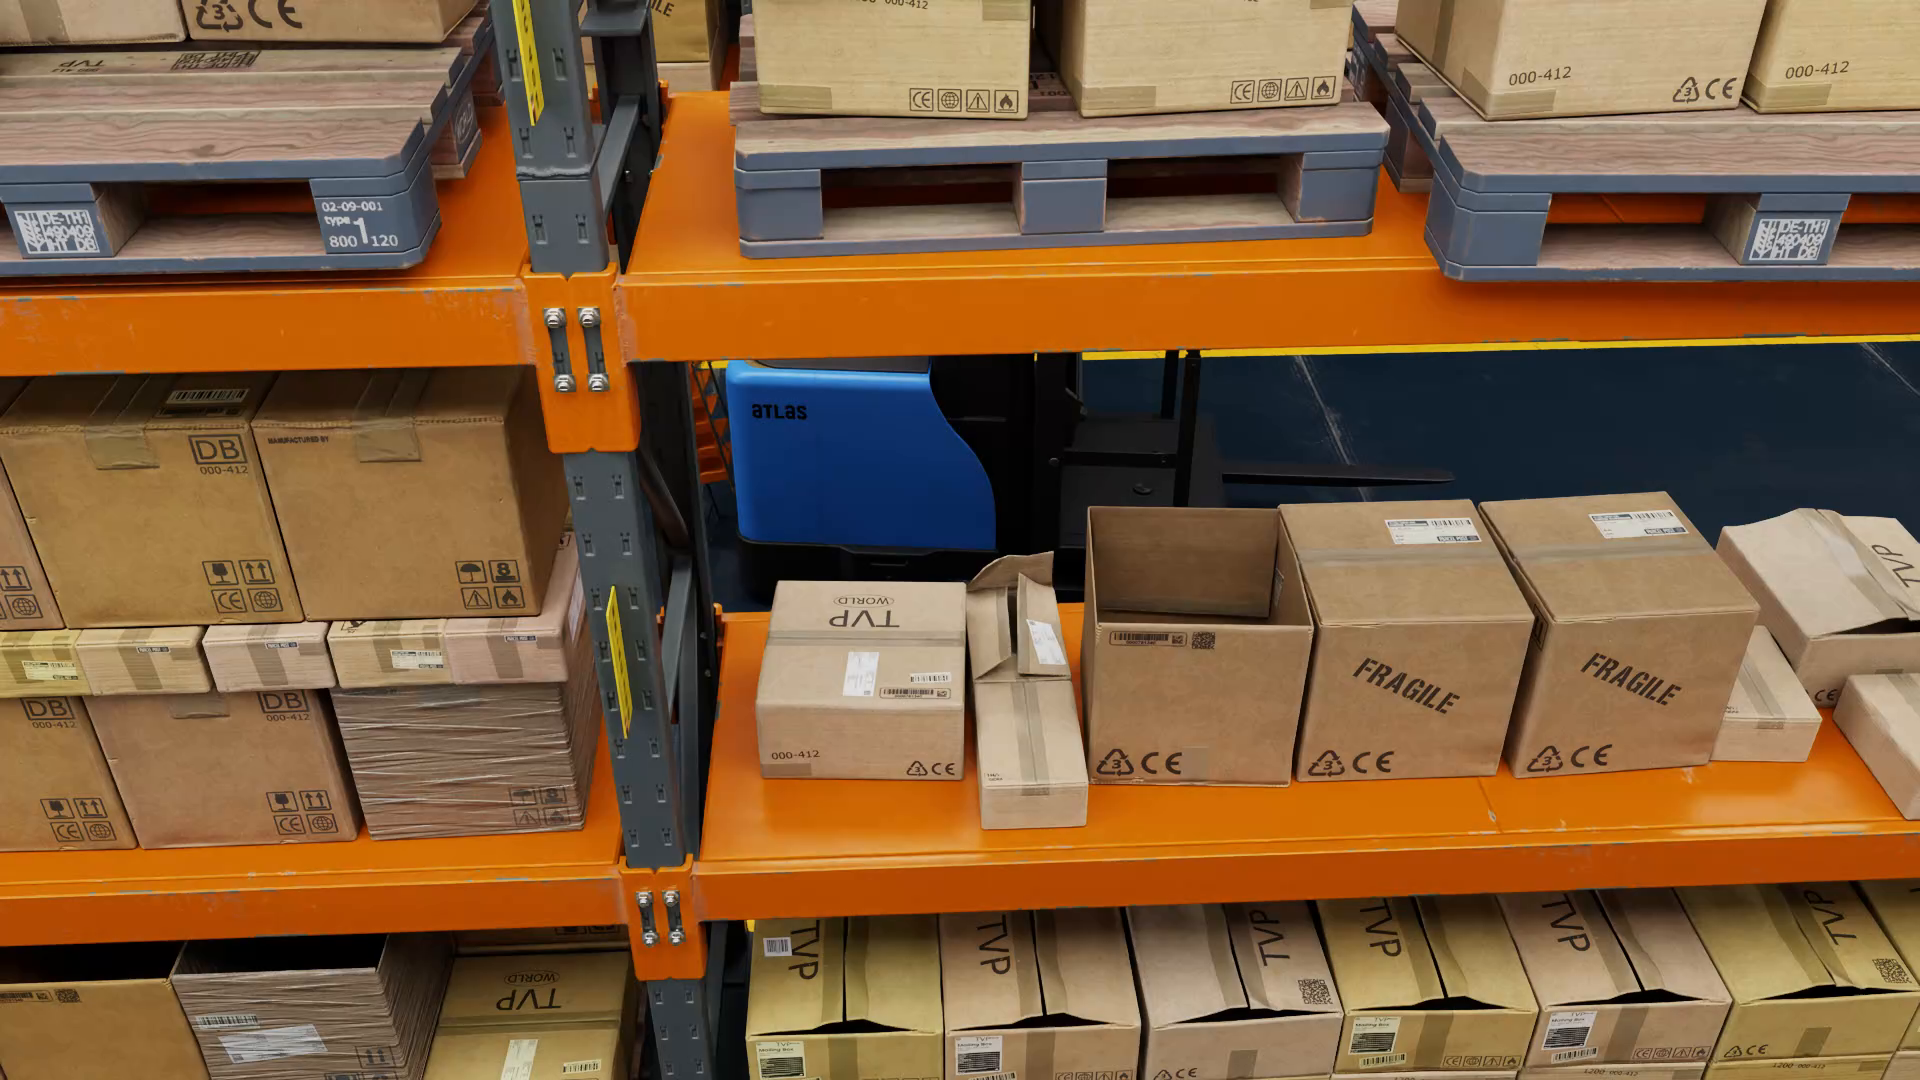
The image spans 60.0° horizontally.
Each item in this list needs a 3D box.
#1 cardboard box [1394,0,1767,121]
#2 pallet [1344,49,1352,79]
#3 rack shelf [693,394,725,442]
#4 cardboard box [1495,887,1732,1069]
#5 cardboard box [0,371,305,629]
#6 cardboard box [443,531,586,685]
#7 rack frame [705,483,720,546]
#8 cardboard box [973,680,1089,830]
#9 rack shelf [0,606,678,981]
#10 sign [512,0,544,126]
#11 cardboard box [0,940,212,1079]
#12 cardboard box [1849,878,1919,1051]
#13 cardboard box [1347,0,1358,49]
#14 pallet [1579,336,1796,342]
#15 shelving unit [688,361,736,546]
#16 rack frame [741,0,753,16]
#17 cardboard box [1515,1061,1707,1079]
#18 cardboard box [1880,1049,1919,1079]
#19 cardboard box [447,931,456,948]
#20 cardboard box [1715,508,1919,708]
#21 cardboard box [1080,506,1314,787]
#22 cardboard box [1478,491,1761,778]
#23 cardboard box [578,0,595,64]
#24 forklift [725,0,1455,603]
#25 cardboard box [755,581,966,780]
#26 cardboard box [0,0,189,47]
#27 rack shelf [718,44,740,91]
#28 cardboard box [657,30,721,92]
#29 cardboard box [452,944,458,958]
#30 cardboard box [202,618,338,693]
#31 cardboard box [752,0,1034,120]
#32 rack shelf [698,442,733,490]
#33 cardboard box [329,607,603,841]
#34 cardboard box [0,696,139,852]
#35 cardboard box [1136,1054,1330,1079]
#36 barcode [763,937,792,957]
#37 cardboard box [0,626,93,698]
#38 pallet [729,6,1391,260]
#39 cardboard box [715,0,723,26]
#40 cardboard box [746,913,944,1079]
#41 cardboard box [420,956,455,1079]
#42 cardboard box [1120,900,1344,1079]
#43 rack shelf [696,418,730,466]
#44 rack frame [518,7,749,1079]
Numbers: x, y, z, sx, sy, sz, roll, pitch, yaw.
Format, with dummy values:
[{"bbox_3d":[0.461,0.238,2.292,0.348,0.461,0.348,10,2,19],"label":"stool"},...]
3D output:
[{"bbox_3d":[1.186,-1.034,3.236,0.500,0.250,0.500,-4,35,-6],"label":"cardboard box"},{"bbox_3d":[2.324,-2.438,8.306,1.003,0.211,1.213,-2,35,-2],"label":"pallet"},{"bbox_3d":[-1.102,-0.505,6.989,0.180,0.103,0.258,-8,34,9],"label":"rack shelf"},{"bbox_3d":[1.734,1.130,4.535,0.500,0.311,0.500,-2,35,-3],"label":"cardboard box"},{"bbox_3d":[-1.674,-0.218,3.701,0.500,0.500,0.700,-2,35,-2],"label":"cardboard box"},{"bbox_3d":[-0.988,0.148,3.742,0.250,0.149,0.380,-2,35,-2],"label":"cardboard box"},{"bbox_3d":[-1.201,-0.528,6.979,0.006,1.200,0.240,-8,34,9],"label":"rack frame"},{"bbox_3d":[0.168,0.522,4.080,0.250,0.149,0.380,-2,35,-2],"label":"cardboard box"},{"bbox_3d":[-2.725,0.677,4.269,4.000,0.370,1.077,-2,35,-2],"label":"rack shelf"},{"bbox_3d":[-0.699,-0.836,2.663,0.005,0.325,0.100,-2,35,-2],"label":"sign"},{"bbox_3d":[-2.179,1.136,4.361,0.500,0.500,0.500,-2,35,-2],"label":"cardboard box"},{"bbox_3d":[2.757,1.101,4.578,0.500,0.311,0.500,-1,35,-1],"label":"cardboard box"},{"bbox_3d":[2.004,-2.770,8.142,0.500,0.500,0.700,-5,35,-7],"label":"cardboard box"},{"bbox_3d":[3.821,-1.428,9.129,1.213,0.211,1.003,-2,35,-2],"label":"pallet"},{"bbox_3d":[-1.111,-0.541,6.964,0.189,1.200,0.258,-8,34,9],"label":"shelving unit"},{"bbox_3d":[-0.965,-2.489,8.210,0.127,3.000,1.000,-2,35,-2],"label":"rack frame"},{"bbox_3d":[1.737,1.358,4.700,0.500,0.250,0.500,-1,35,-1],"label":"cardboard box"},{"bbox_3d":[2.755,1.330,4.740,0.500,0.250,0.500,-1,35,-1],"label":"cardboard box"},{"bbox_3d":[-1.704,0.829,4.805,0.500,0.500,0.500,-2,35,-2],"label":"cardboard box"},{"bbox_3d":[2.366,0.170,4.447,0.500,0.311,0.500,-2,35,-3],"label":"cardboard box"},{"bbox_3d":[0.567,0.260,4.150,0.500,0.500,0.500,1,35,1],"label":"cardboard box"},{"bbox_3d":[1.593,0.232,4.190,0.500,0.500,0.500,-3,35,-5],"label":"cardboard box"},{"bbox_3d":[-1.921,-2.539,7.738,0.500,0.500,0.500,-2,35,-2],"label":"cardboard box"},{"bbox_3d":[0.626,-1.182,6.383,3.031,2.935,1.130,2,35,3],"label":"forklift"},{"bbox_3d":[-0.237,0.350,4.240,0.500,0.250,0.500,1,35,1],"label":"cardboard box"},{"bbox_3d":[-1.782,-1.222,3.330,0.500,0.311,0.500,-3,35,-5],"label":"cardboard box"},{"bbox_3d":[-2.963,-2.139,8.337,4.000,0.370,1.077,-2,35,-2],"label":"rack shelf"},{"bbox_3d":[-1.424,-2.250,7.980,0.500,0.250,0.500,-1,35,-2],"label":"cardboard box"},{"bbox_3d":[-1.704,1.136,5.021,0.500,0.250,0.500,-2,35,-2],"label":"cardboard box"},{"bbox_3d":[-1.497,0.162,3.722,0.250,0.149,0.380,-3,35,-4],"label":"cardboard box"},{"bbox_3d":[-0.111,-1.029,3.228,0.500,0.250,0.500,2,35,3],"label":"cardboard box"},{"bbox_3d":[-1.053,-0.310,7.121,0.180,0.103,0.258,-8,34,9],"label":"rack shelf"},{"bbox_3d":[-1.170,0.301,4.091,0.500,0.500,0.700,-2,35,-3],"label":"cardboard box"},{"bbox_3d":[-2.198,0.330,4.049,0.500,0.500,0.700,-1,35,-2],"label":"cardboard box"},{"bbox_3d":[0.716,1.386,4.658,0.500,0.250,0.500,-3,35,-4],"label":"cardboard box"},{"bbox_3d":[-0.452,1.009,4.123,0.075,0.075,0.001,-2,35,-2],"label":"barcode"},{"bbox_3d":[-2.005,0.174,3.704,0.250,0.149,0.380,-2,35,-2],"label":"cardboard box"},{"bbox_3d":[0.154,-0.859,3.388,1.217,0.209,0.805,-3,35,-4],"label":"pallet"},{"bbox_3d":[-1.444,-2.850,8.187,0.500,0.500,0.500,-2,35,-3],"label":"cardboard box"},{"bbox_3d":[-0.302,1.185,4.457,0.500,0.311,0.500,-1,35,-2],"label":"cardboard box"},{"bbox_3d":[-1.680,1.429,4.596,0.500,0.250,0.500,-2,35,-2],"label":"cardboard box"},{"bbox_3d":[0.715,1.160,4.493,0.500,0.311,0.500,-3,35,-4],"label":"cardboard box"},{"bbox_3d":[-1.077,-0.407,7.055,0.180,0.103,0.258,-8,34,9],"label":"rack shelf"},{"bbox_3d":[-0.727,0.327,4.142,0.127,3.000,1.000,-2,35,-2],"label":"rack frame"}]
